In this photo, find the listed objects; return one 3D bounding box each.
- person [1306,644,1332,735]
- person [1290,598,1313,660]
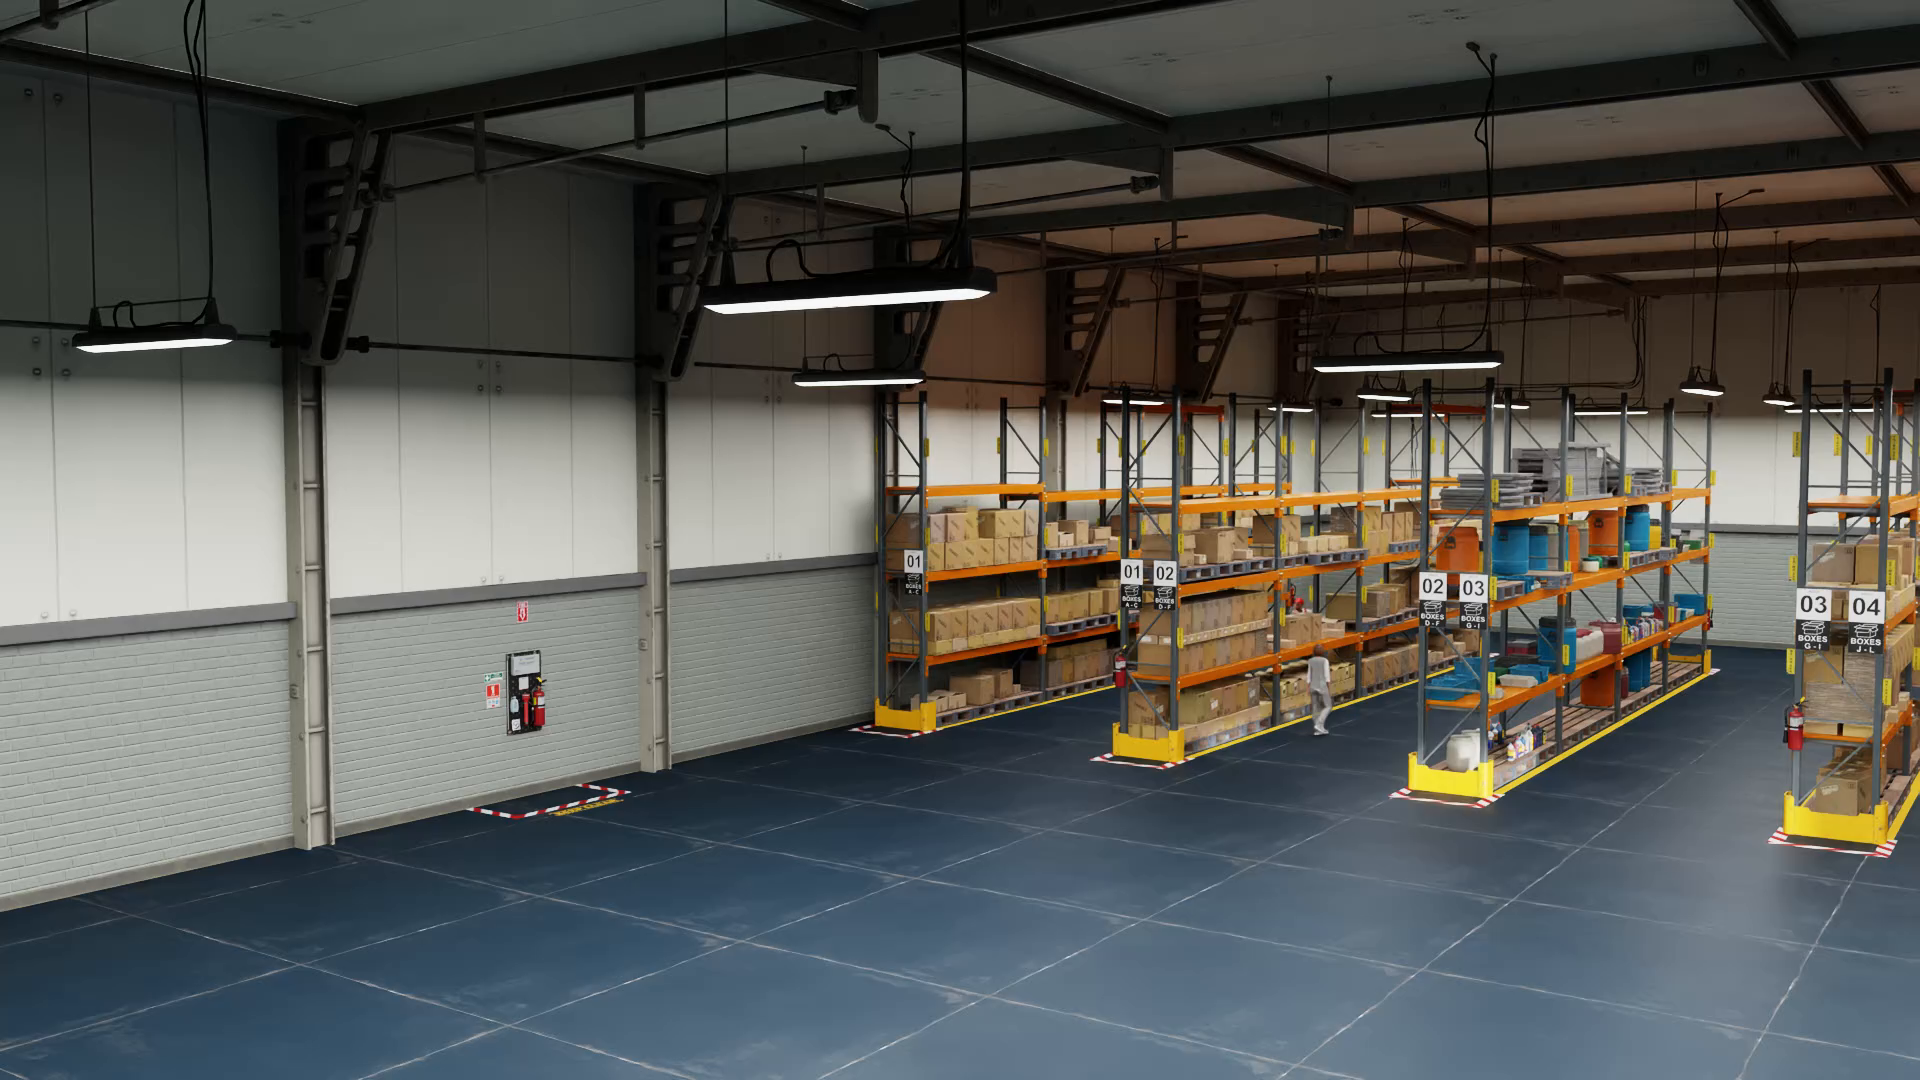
[{"bbox_3d":[6.223,2.607,28.875,0.462,1.596,0.480,2,4,35],"label":"person"},{"bbox_3d":[7.636,2.111,37.021,0.689,1.686,0.636,3,4,42],"label":"person"}]
